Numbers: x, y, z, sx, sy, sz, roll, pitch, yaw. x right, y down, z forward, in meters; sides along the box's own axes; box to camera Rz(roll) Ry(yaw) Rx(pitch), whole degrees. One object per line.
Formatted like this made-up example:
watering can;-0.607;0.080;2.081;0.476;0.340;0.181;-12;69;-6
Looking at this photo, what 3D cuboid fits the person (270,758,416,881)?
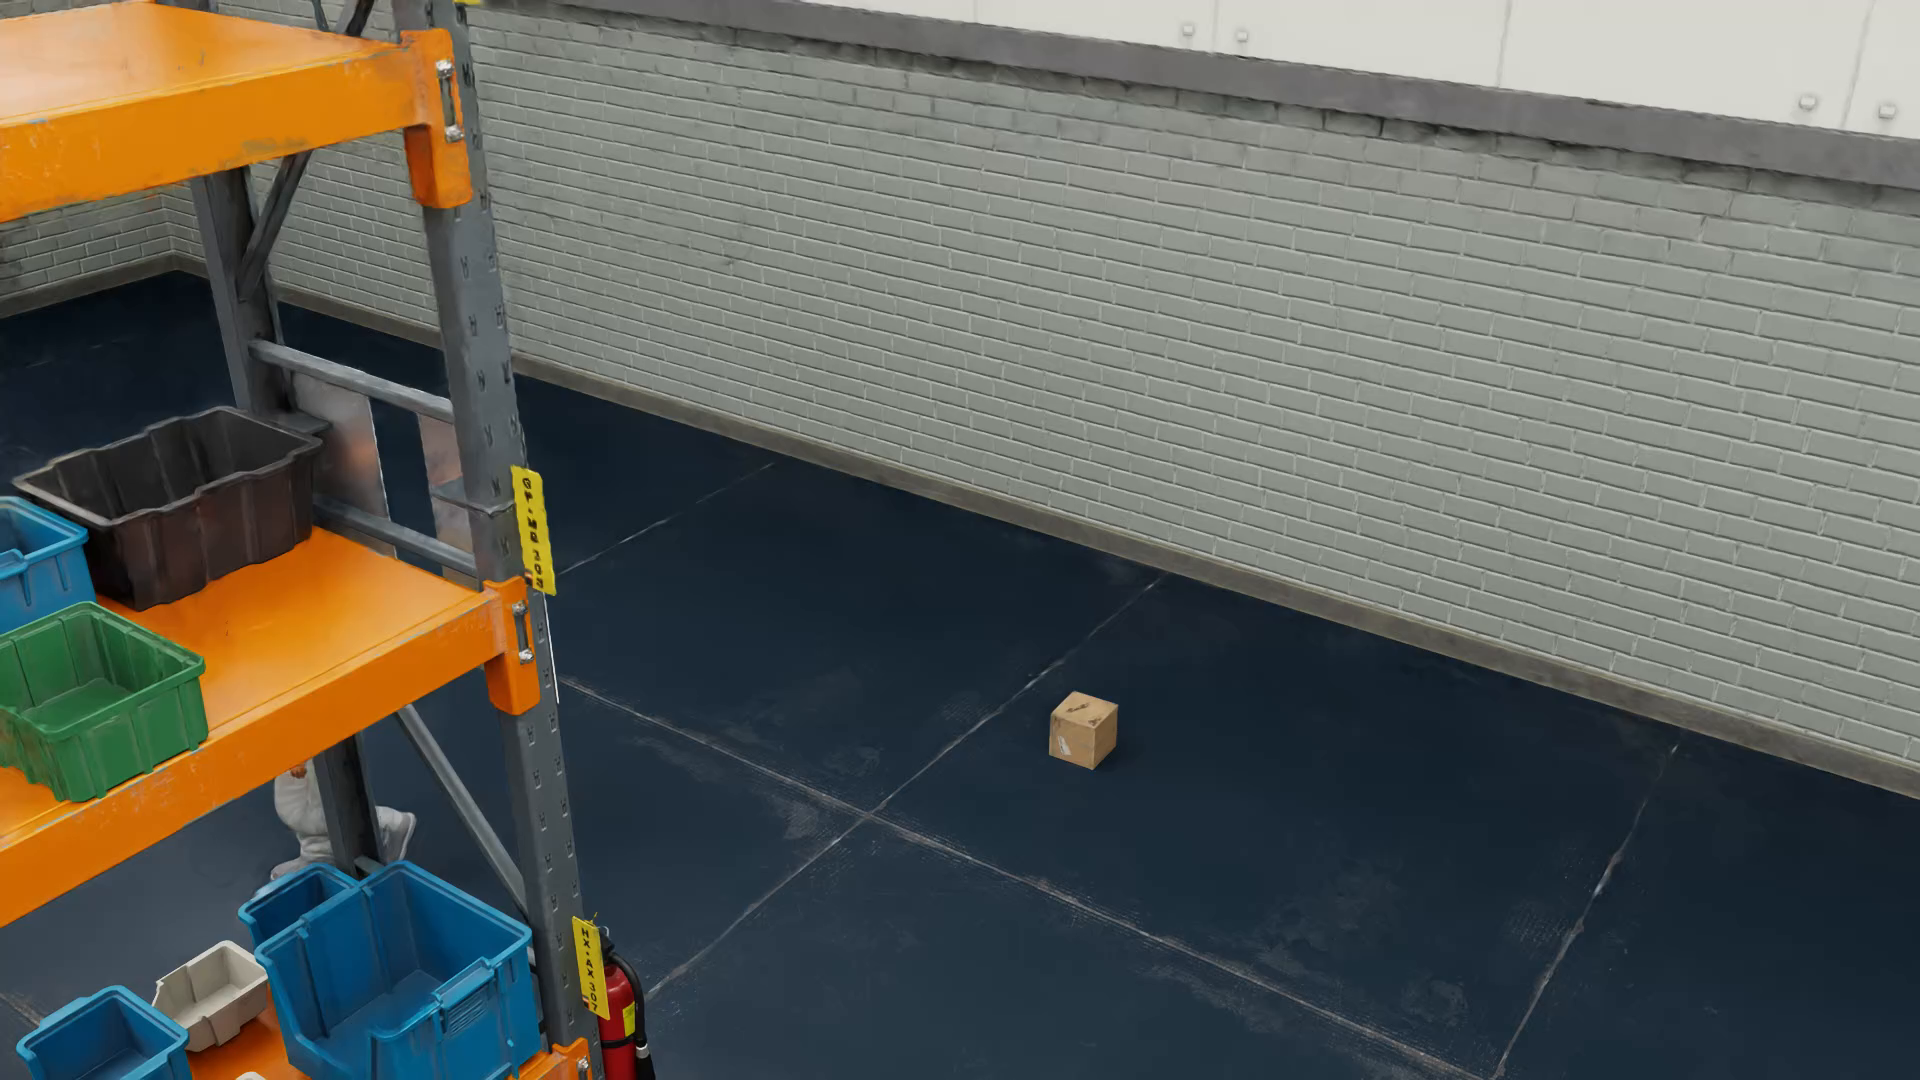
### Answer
person;-2.748;0.759;7.095;0.649;1.650;0.480;-10;29;-18
